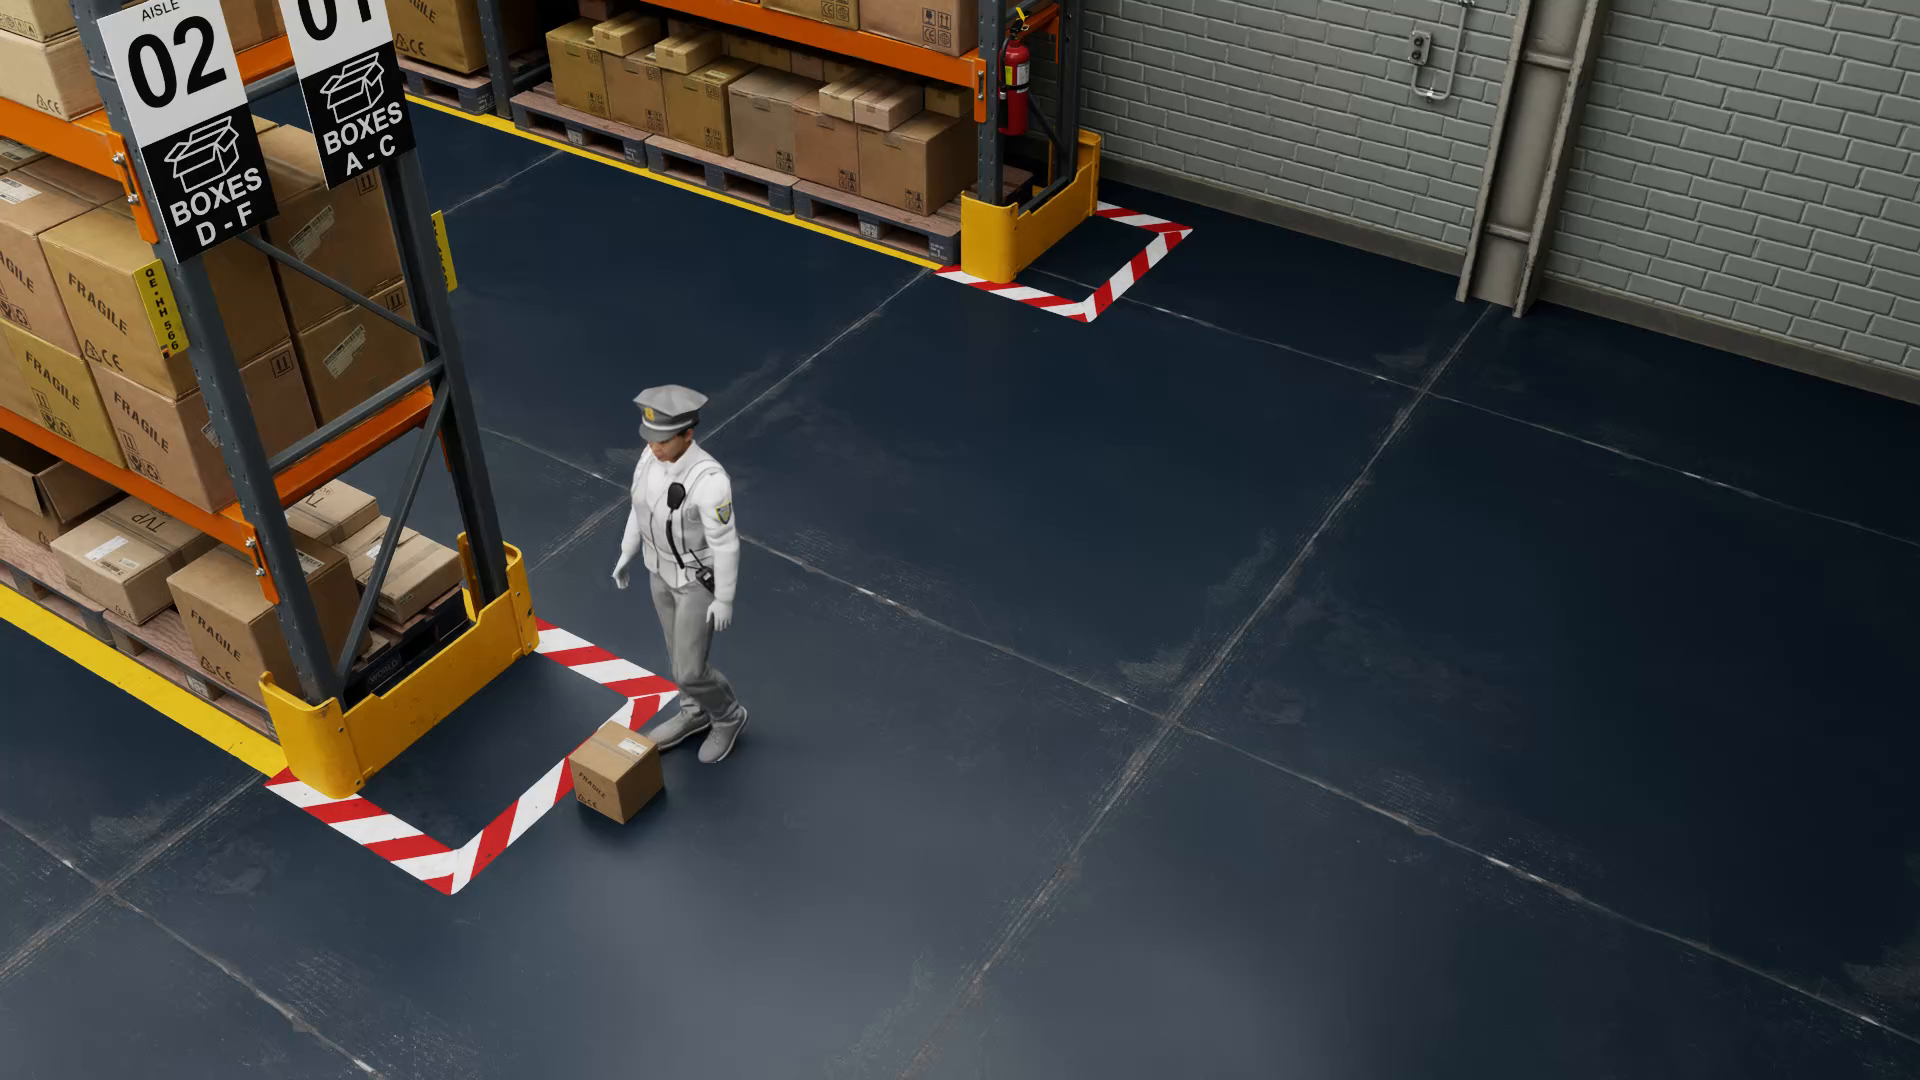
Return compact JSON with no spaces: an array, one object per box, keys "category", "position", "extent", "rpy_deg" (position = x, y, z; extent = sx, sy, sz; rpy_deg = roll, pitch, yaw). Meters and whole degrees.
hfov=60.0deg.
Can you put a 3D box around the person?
[{"category":"person","position":[-1.105,0.161,6.486],"extent":[0.410,1.707,0.549],"rpy_deg":[-30,48,-32]}]
